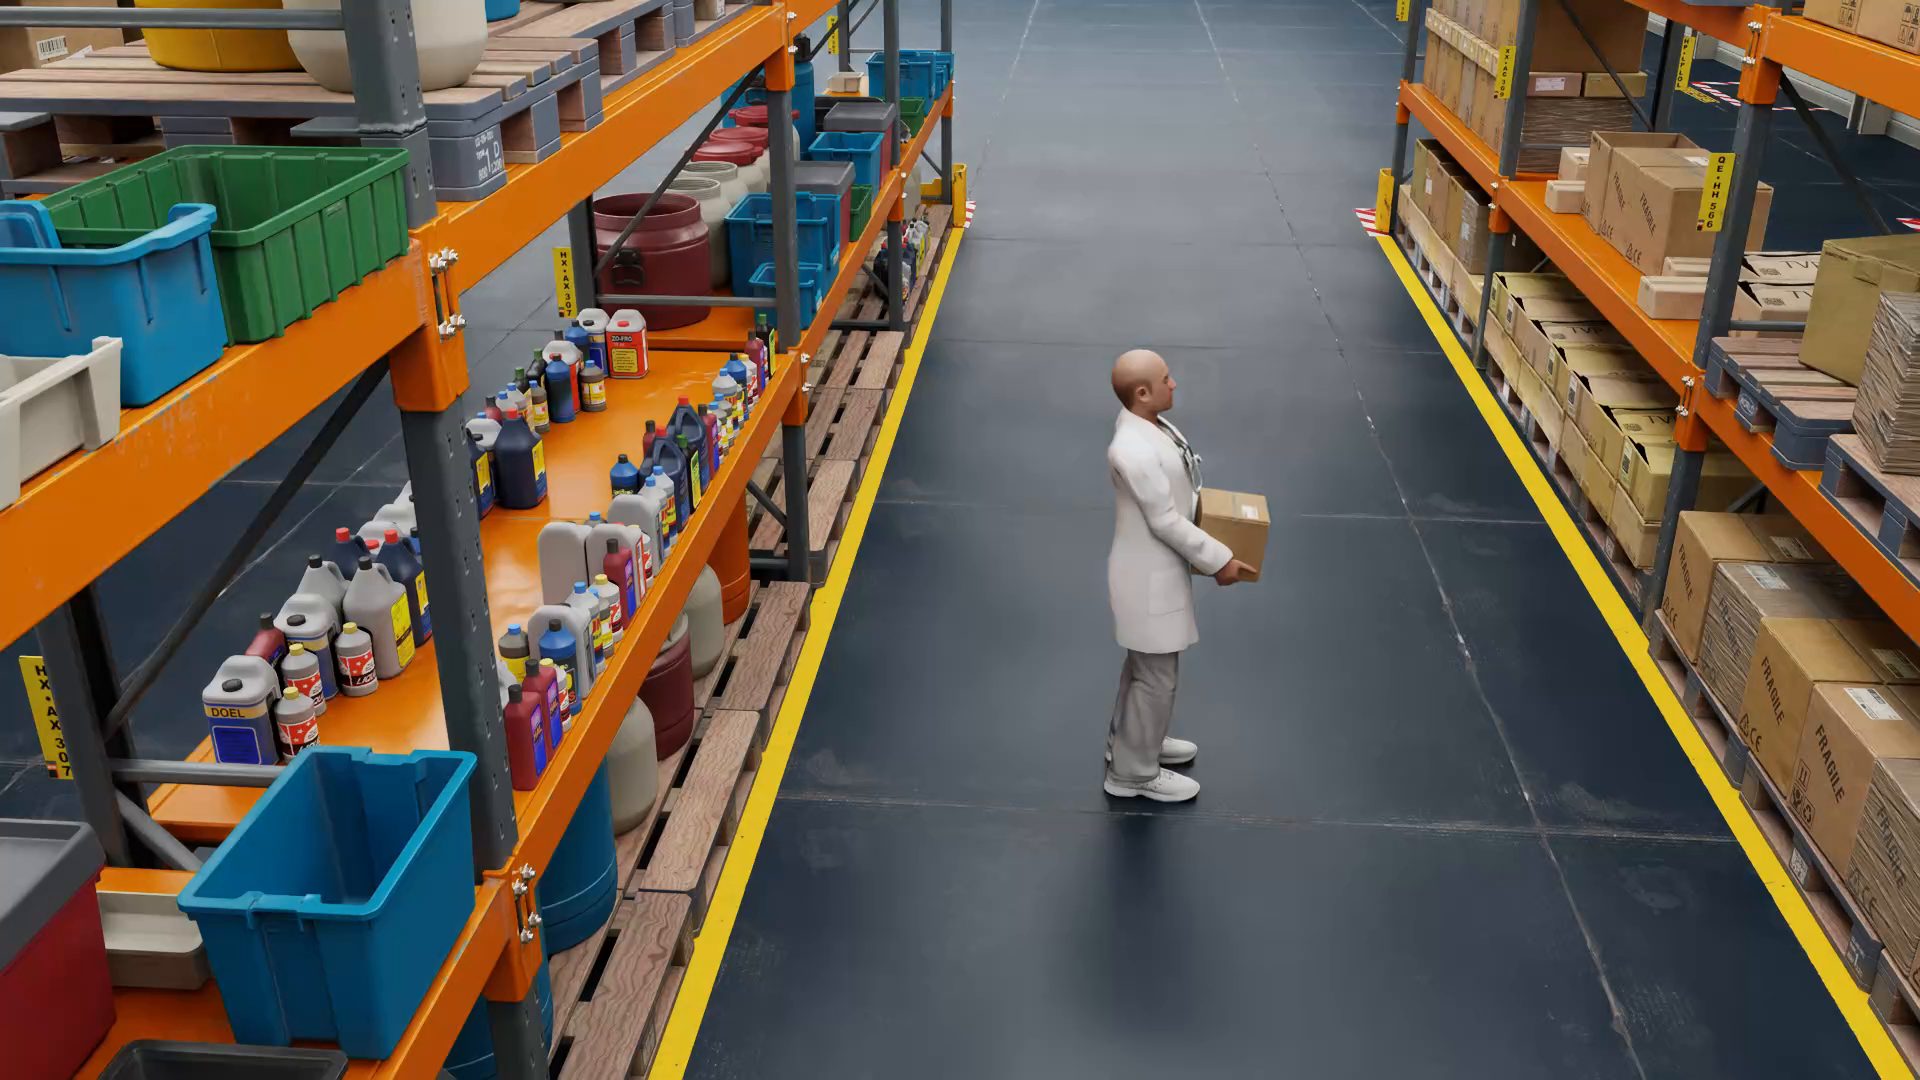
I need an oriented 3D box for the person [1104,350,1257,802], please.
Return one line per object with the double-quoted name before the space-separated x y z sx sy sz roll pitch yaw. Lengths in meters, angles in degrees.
"person" 0.826 0.137 6.323 0.563 1.769 0.530 2 24 5
